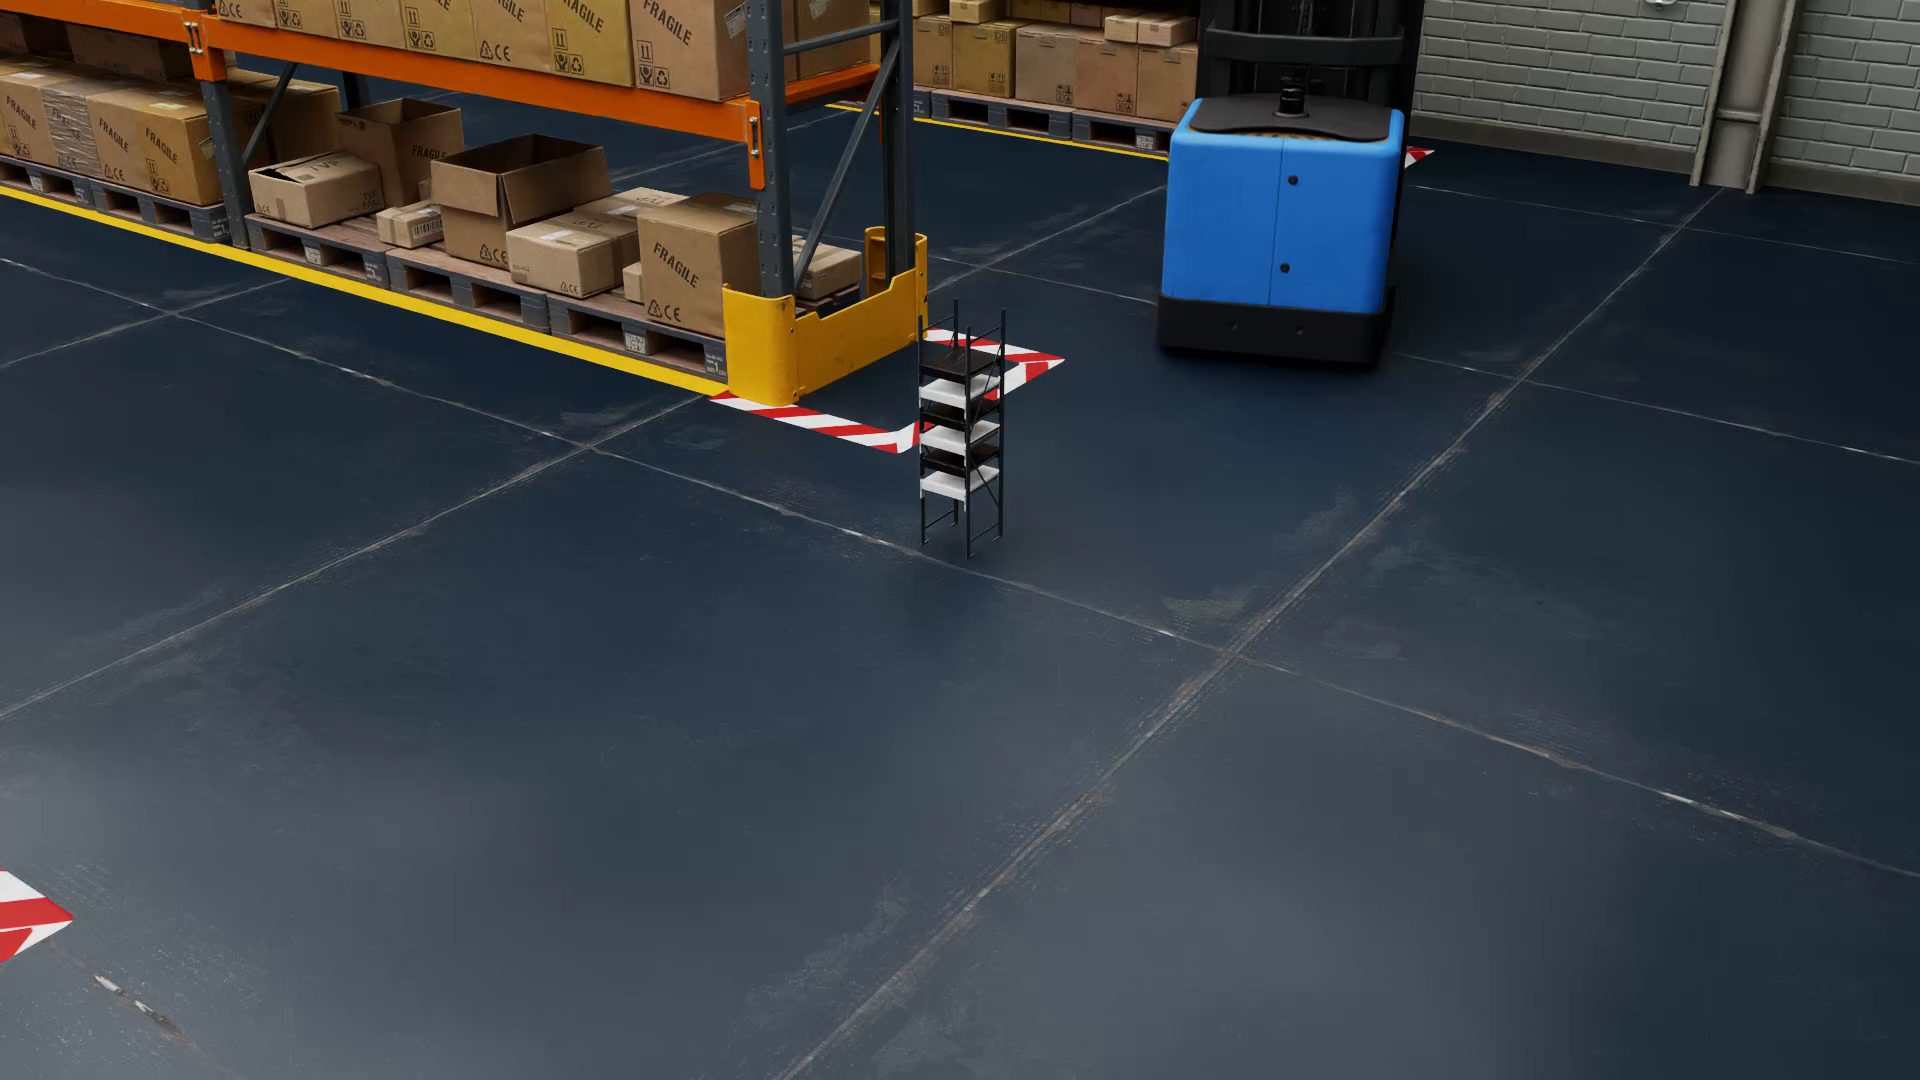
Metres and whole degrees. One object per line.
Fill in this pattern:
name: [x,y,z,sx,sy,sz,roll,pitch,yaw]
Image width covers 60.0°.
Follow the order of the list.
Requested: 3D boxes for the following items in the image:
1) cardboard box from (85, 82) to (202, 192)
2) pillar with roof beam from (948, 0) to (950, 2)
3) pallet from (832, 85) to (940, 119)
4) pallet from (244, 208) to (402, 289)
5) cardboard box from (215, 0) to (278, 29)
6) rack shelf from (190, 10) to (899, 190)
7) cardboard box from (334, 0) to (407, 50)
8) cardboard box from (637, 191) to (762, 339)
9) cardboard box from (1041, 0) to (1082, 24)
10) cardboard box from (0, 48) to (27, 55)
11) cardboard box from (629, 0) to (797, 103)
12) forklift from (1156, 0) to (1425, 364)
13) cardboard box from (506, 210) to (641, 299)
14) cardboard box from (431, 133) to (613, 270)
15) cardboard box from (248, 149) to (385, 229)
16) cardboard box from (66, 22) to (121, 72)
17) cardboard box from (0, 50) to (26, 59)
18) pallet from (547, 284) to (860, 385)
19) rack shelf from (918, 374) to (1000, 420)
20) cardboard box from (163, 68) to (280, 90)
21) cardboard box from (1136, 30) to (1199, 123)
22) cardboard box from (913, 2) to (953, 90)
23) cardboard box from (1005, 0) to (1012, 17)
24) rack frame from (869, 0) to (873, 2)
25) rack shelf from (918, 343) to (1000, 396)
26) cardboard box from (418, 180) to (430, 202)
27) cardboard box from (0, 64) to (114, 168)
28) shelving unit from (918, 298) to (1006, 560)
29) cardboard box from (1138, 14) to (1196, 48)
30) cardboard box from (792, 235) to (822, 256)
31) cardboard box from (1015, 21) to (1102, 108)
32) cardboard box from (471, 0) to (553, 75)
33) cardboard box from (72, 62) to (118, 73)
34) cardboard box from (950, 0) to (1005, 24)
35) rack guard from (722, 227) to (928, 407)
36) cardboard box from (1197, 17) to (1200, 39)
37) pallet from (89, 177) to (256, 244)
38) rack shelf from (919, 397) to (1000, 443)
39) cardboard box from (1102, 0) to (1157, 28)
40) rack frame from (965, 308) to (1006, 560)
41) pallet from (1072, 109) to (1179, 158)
cardboard box: [-4.812,-2.420,9.968,0.500,0.500,0.500,17,32,30]
pillar with roof beam: [-2.410,-6.249,8.607,0.400,9.000,9.100,17,32,30]
pallet: [-0.456,-3.574,13.039,1.213,0.211,1.003,17,32,30]
pallet: [-3.275,-1.768,9.492,1.213,0.211,1.003,17,32,30]
cardboard box: [-3.575,-3.000,8.727,0.500,0.500,0.500,18,32,32]
rack shelf: [-2.192,-2.354,8.361,4.000,0.370,1.077,17,32,30]
cardboard box: [-2.740,-2.740,8.217,0.500,0.500,0.500,17,32,30]
cardboard box: [-1.131,-1.290,7.749,0.500,0.500,0.500,17,32,30]
cardboard box: [0.795,-3.886,12.156,0.250,0.149,0.380,18,32,31]
cardboard box: [-6.234,-3.145,11.393,0.500,0.500,0.500,19,32,32]
cardboard box: [-1.067,-2.219,7.192,0.500,0.500,0.500,18,32,32]
forklift: [1.807,-2.772,8.465,1.130,2.935,3.031,7,28,13]
cardboard box: [-1.897,-1.434,8.307,0.500,0.250,0.500,17,32,30]
cardboard box: [-2.289,-1.791,8.729,0.637,0.503,0.797,17,32,30]
cardboard box: [-3.617,-1.997,9.346,0.500,0.311,0.500,17,32,30]
cardboard box: [-5.339,-3.205,10.685,0.500,0.250,0.500,17,31,29]
cardboard box: [-6.490,-2.941,10.993,0.500,0.500,0.500,16,31,29]
pallet: [-1.264,-1.142,8.261,1.213,0.211,1.003,17,32,30]
rack shelf: [0.007,-0.530,5.975,0.200,0.077,0.258,17,32,30]
cardboard box: [-4.547,-2.618,10.358,0.500,0.500,0.500,18,32,31]
cardboard box: [1.625,-3.229,11.581,0.500,0.500,0.700,17,32,30]
cardboard box: [-0.068,-3.753,12.611,0.500,0.500,0.700,17,32,30]
cardboard box: [0.373,-4.017,12.414,0.250,0.149,0.380,18,32,31]
rack frame: [-1.039,-5.041,12.848,0.127,3.000,1.000,17,32,30]
rack shelf: [0.007,-0.610,5.934,0.200,0.077,0.258,17,32,30]
cardboard box: [-2.867,-1.999,9.530,0.250,0.149,0.380,17,32,30]
cardboard box: [-5.646,-2.678,10.477,0.500,0.500,0.500,16,31,29]
shelving unit: [0.007,-0.399,6.042,0.210,0.900,0.258,17,32,30]
cardboard box: [1.416,-3.483,11.365,0.250,0.149,0.380,17,31,30]
cardboard box: [-0.900,-1.394,8.321,0.250,0.166,0.380,17,32,30]
cardboard box: [0.797,-3.487,12.087,0.500,0.500,0.700,16,31,29]
cardboard box: [-1.904,-2.481,7.707,0.500,0.500,0.500,18,32,31]
cardboard box: [-5.371,-2.879,10.872,0.500,0.500,0.500,16,31,28]
cardboard box: [0.129,-3.883,12.150,0.250,0.149,0.380,16,31,29]
rack guard: [-0.606,-1.066,7.794,0.348,0.500,1.175,17,32,30]
cardboard box: [1.841,-3.561,11.518,0.250,0.149,0.380,18,32,31]
pallet: [-4.532,-2.140,10.222,1.213,0.211,1.003,17,32,30]
rack shelf: [0.007,-0.449,6.016,0.200,0.077,0.258,17,32,30]
cardboard box: [1.217,-3.755,11.900,0.250,0.149,0.380,18,32,31]
rack frame: [0.090,-0.373,5.990,0.006,0.900,0.240,17,32,30]
pallet: [1.555,-2.947,11.808,1.213,0.211,1.003,17,32,30]
